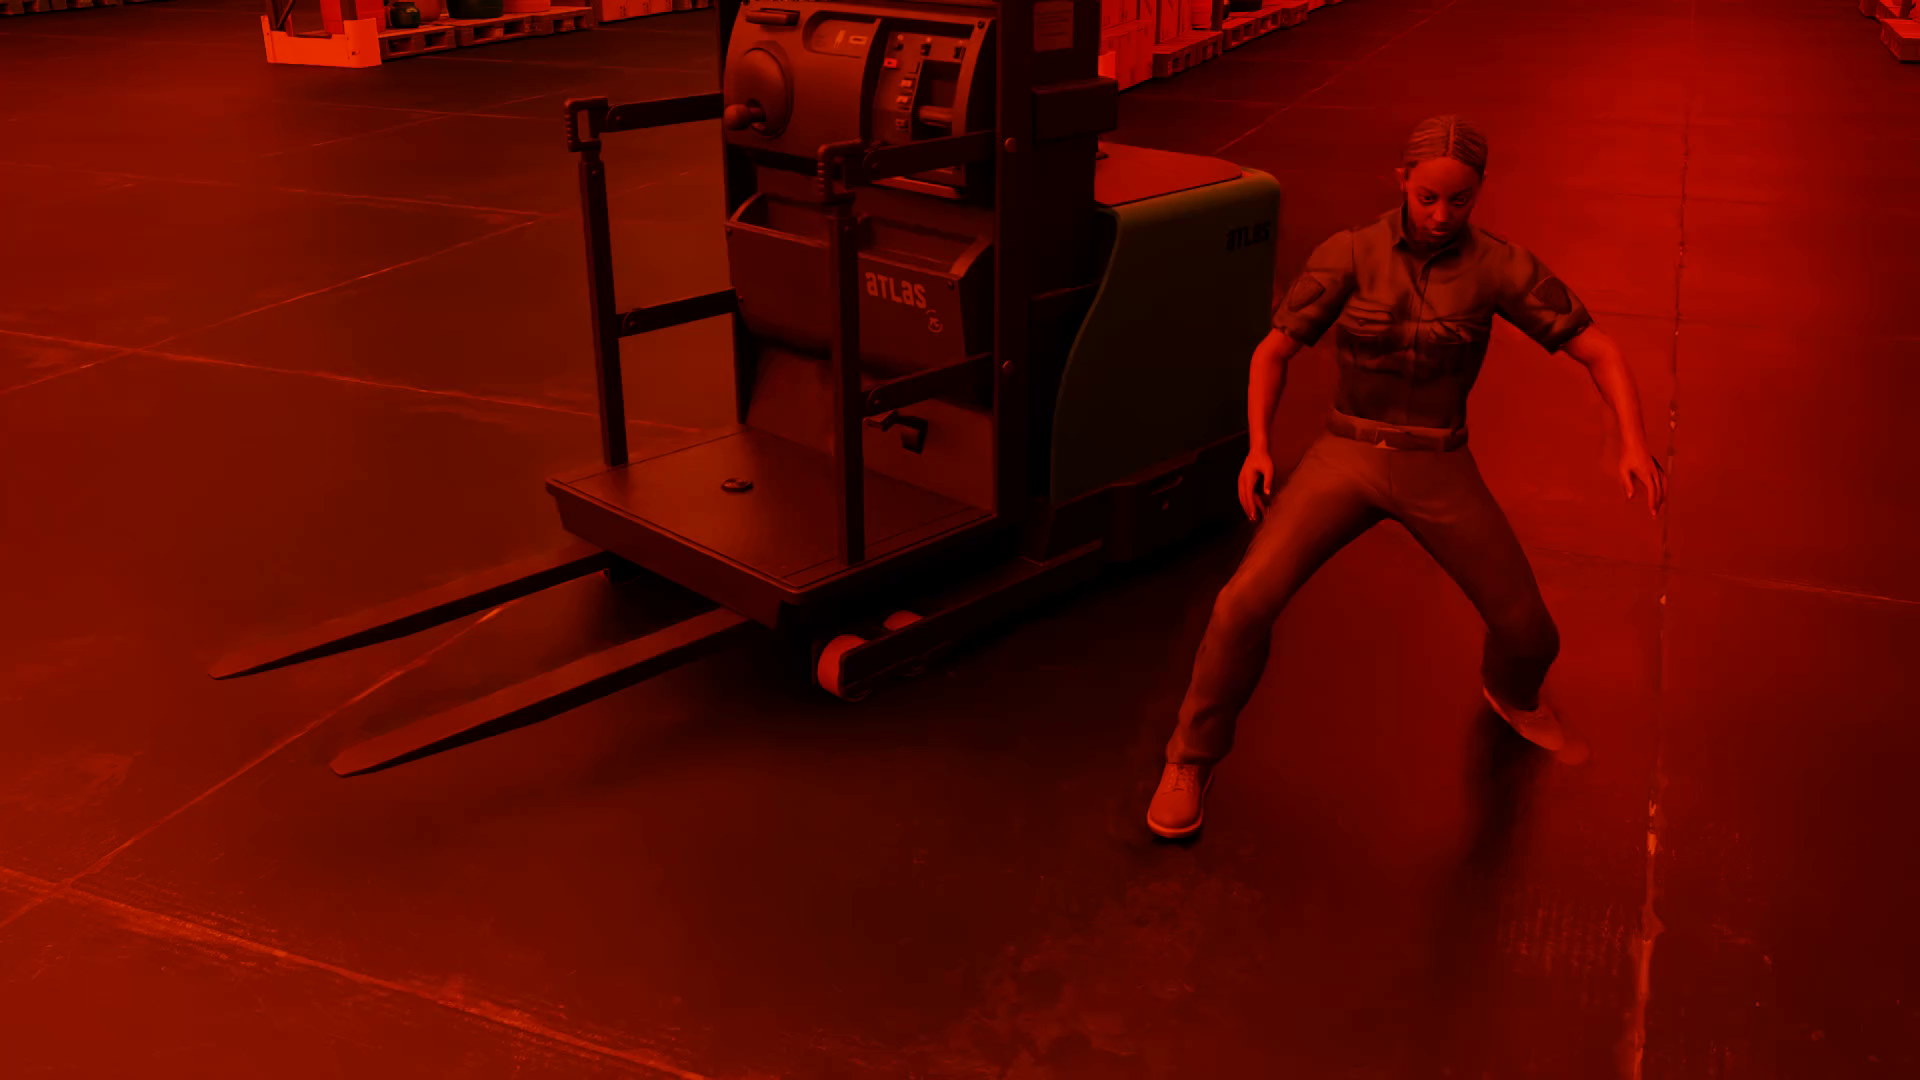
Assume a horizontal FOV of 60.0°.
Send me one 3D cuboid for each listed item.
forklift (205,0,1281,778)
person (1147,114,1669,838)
[{"bbox_3d":[-0.429,-1.174,4.101,1.130,2.935,3.031,21,30,40],"label":"forklift"},{"bbox_3d":[0.958,-0.130,3.551,0.961,1.516,0.887,5,23,13],"label":"person"}]
